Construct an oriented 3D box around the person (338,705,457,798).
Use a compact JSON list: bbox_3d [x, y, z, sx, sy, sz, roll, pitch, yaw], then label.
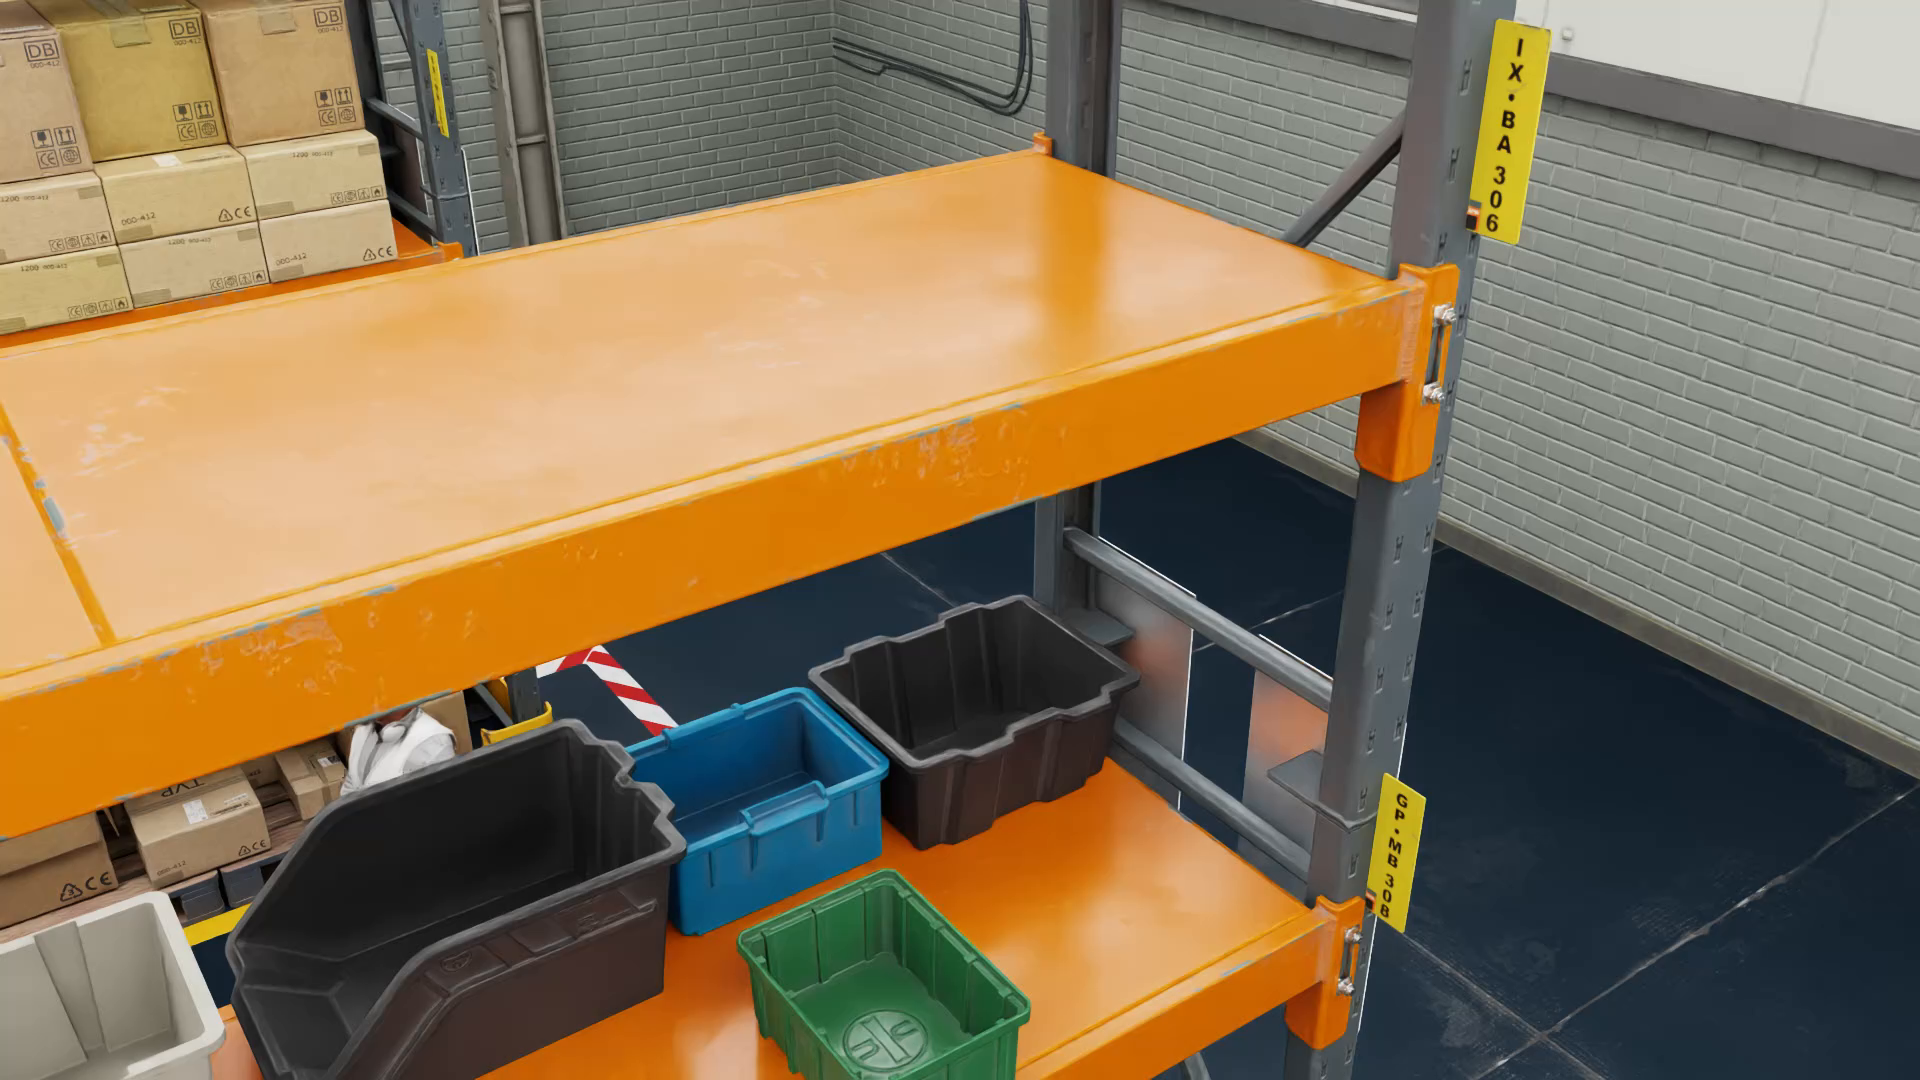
[{"bbox_3d":[-2.205,1.187,6.427,0.950,1.730,0.577,-24,36,-37],"label":"person"}]
